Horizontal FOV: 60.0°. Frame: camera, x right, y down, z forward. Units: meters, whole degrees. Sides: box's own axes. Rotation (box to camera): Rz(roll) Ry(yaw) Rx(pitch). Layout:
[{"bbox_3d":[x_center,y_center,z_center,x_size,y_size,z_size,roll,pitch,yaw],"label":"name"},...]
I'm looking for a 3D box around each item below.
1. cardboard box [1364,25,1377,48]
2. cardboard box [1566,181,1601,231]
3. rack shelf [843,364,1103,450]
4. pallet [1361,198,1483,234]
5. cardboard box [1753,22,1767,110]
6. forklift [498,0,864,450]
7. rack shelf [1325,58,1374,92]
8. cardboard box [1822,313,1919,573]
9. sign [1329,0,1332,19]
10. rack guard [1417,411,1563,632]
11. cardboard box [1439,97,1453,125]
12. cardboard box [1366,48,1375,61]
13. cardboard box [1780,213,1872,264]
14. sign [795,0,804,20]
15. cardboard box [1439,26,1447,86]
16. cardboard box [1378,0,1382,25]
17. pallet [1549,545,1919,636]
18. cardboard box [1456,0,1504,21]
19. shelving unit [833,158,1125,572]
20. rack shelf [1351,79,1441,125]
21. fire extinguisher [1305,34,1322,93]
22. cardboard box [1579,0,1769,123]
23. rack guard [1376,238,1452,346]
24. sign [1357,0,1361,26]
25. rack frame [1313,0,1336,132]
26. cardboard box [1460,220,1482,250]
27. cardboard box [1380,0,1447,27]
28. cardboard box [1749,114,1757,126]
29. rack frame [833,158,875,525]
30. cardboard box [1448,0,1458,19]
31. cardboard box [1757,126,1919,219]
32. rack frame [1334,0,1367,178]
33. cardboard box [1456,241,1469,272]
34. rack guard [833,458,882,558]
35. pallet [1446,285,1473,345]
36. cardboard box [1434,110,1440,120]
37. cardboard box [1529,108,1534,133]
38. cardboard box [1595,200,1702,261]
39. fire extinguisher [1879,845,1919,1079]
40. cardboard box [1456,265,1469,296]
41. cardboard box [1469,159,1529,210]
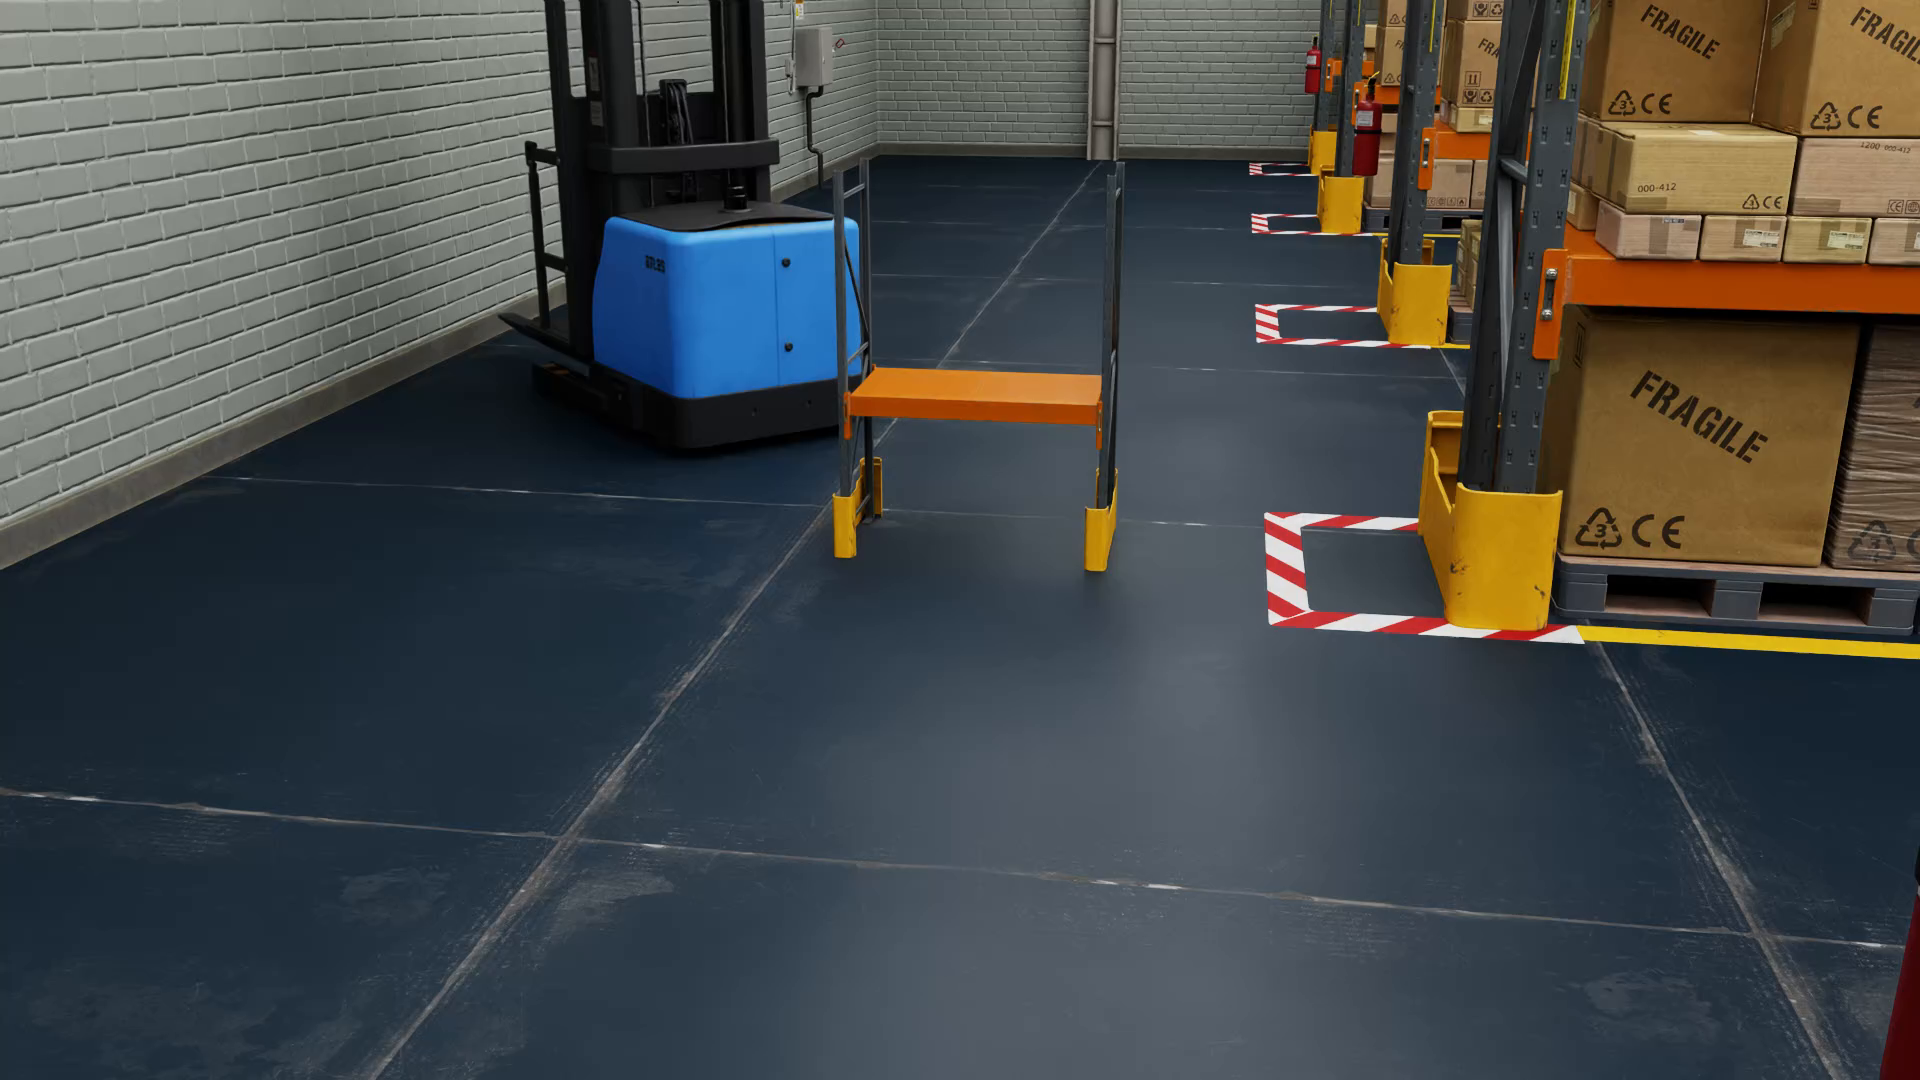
[{"bbox_3d":[4.774,-5.910,19.507,0.500,0.250,0.500,3,19,9],"label":"cardboard box"},{"bbox_3d":[2.418,-1.254,6.219,0.250,0.149,0.380,3,19,10],"label":"cardboard box"},{"bbox_3d":[0.084,-0.536,6.609,1.000,0.185,0.538,3,19,9],"label":"rack shelf"},{"bbox_3d":[4.387,-3.054,15.598,1.213,0.211,1.003,3,19,9],"label":"pallet"},{"bbox_3d":[4.818,-2.844,9.951,0.500,0.500,0.500,2,19,7],"label":"cardboard box"},{"bbox_3d":[-1.721,-2.232,8.856,1.130,2.935,3.031,-12,22,-32],"label":"forklift"},{"bbox_3d":[6.344,-5.506,19.664,4.000,0.370,1.077,3,19,9],"label":"rack shelf"},{"bbox_3d":[3.557,-0.426,6.036,0.875,0.875,0.875,3,19,9],"label":"cardboard box"},{"bbox_3d":[4.283,-6.188,19.206,0.005,0.325,0.100,3,19,9],"label":"sign"},{"bbox_3d":[1.990,-0.103,6.324,0.348,0.500,1.175,3,19,9],"label":"rack guard"},{"bbox_3d":[3.267,-2.789,10.808,0.250,0.149,0.380,3,19,9],"label":"cardboard box"},{"bbox_3d":[4.909,-5.728,19.590,0.250,0.149,0.380,3,19,10],"label":"cardboard box"},{"bbox_3d":[2.818,-1.022,5.526,0.250,0.149,0.380,2,19,7],"label":"cardboard box"},{"bbox_3d":[-1.721,-5.704,17.823,0.001,0.242,0.339,3,19,9],"label":"sign"},{"bbox_3d":[4.518,-4.309,14.796,0.500,0.500,0.500,3,19,8],"label":"cardboard box"},{"bbox_3d":[4.099,-4.964,15.179,0.500,0.500,0.500,4,19,10],"label":"cardboard box"},{"bbox_3d":[2.816,0.051,6.320,1.213,0.211,1.003,3,19,9],"label":"pallet"},{"bbox_3d":[3.301,-3.393,10.015,0.500,0.500,0.500,3,19,8],"label":"cardboard box"},{"bbox_3d":[0.075,-0.707,6.554,1.083,1.500,0.587,3,19,9],"label":"shelving unit"},{"bbox_3d":[5.560,-3.950,15.016,4.000,0.370,1.077,3,19,9],"label":"rack shelf"},{"bbox_3d":[4.151,-5.597,19.512,0.183,0.674,0.296,3,19,9],"label":"fire extinguisher"},{"bbox_3d":[2.536,-1.771,5.954,0.500,0.500,0.500,3,19,9],"label":"cardboard box"},{"bbox_3d":[2.975,-1.647,10.938,0.348,0.500,1.175,3,19,9],"label":"rack guard"},{"bbox_3d":[3.492,-4.667,14.534,0.005,0.325,0.100,3,19,9],"label":"sign"},{"bbox_3d":[4.369,-5.948,19.851,0.127,3.000,1.000,3,19,9],"label":"rack frame"},{"bbox_3d":[3.463,-2.019,11.002,0.250,0.149,0.380,3,19,9],"label":"cardboard box"},{"bbox_3d":[4.014,-4.800,14.690,0.500,0.500,0.500,3,19,7],"label":"cardboard box"},{"bbox_3d":[3.035,-1.391,5.999,0.500,0.250,0.500,3,19,8],"label":"cardboard box"},{"bbox_3d":[-0.418,-0.733,6.629,0.032,1.500,0.500,3,19,9],"label":"rack frame"},{"bbox_3d":[3.391,-3.554,10.495,0.500,0.500,0.500,3,19,8],"label":"cardboard box"},{"bbox_3d":[2.959,-1.225,5.504,0.500,0.250,0.500,3,19,8],"label":"cardboard box"},{"bbox_3d":[3.586,-4.392,15.203,0.127,3.000,1.000,3,19,9],"label":"rack frame"},{"bbox_3d":[3.467,-1.888,11.079,0.250,0.149,0.380,2,19,7],"label":"cardboard box"},{"bbox_3d":[-0.416,-0.140,6.827,0.087,0.250,0.587,3,19,9],"label":"rack guard"},{"bbox_3d":[3.772,-1.458,10.829,1.213,0.211,1.003,3,19,9],"label":"pallet"},{"bbox_3d":[5.796,-4.846,19.835,0.500,0.500,0.700,4,19,11],"label":"cardboard box"},{"bbox_3d":[3.426,-2.598,10.238,0.250,0.149,0.380,4,19,11],"label":"cardboard box"},{"bbox_3d":[2.312,-1.047,5.602,0.250,0.149,0.380,3,19,9],"label":"cardboard box"},{"bbox_3d":[1.151,0.328,1.806,0.183,0.674,0.296,3,19,9],"label":"fire extinguisher"},{"bbox_3d":[3.453,-1.722,11.055,0.250,0.149,0.380,3,19,10],"label":"cardboard box"},{"bbox_3d":[5.158,-3.331,15.407,0.875,0.438,0.875,3,19,10],"label":"cardboard box"}]
